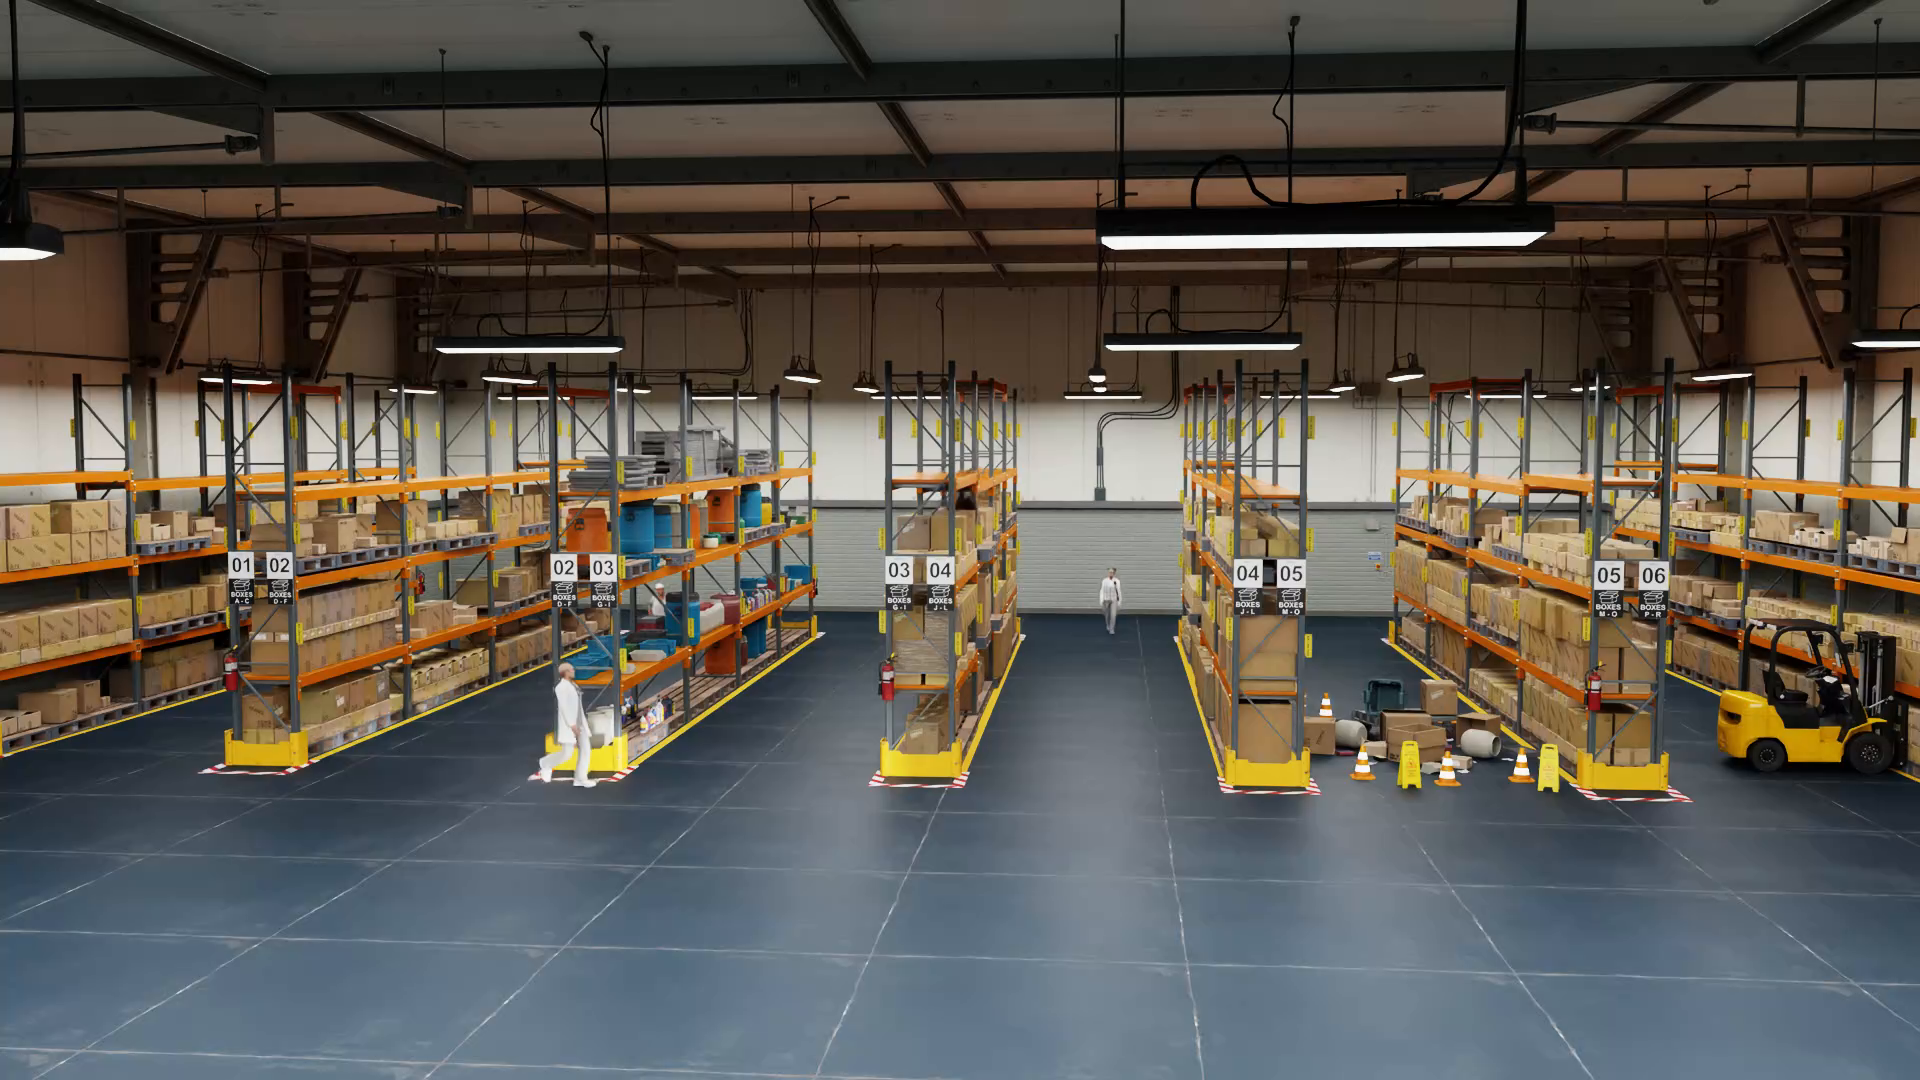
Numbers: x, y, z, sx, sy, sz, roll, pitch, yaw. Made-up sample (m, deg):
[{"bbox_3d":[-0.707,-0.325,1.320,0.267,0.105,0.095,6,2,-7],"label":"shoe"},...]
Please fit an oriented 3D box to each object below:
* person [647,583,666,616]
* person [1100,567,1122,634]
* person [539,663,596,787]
[{"bbox_3d":[-6.360,1.784,35.318,0.632,1.729,1.060,0,4,3],"label":"person"},{"bbox_3d":[3.721,1.485,40.970,0.526,1.642,0.963,1,4,11],"label":"person"},{"bbox_3d":[-5.502,2.586,23.307,0.832,1.738,0.531,2,4,30],"label":"person"}]
